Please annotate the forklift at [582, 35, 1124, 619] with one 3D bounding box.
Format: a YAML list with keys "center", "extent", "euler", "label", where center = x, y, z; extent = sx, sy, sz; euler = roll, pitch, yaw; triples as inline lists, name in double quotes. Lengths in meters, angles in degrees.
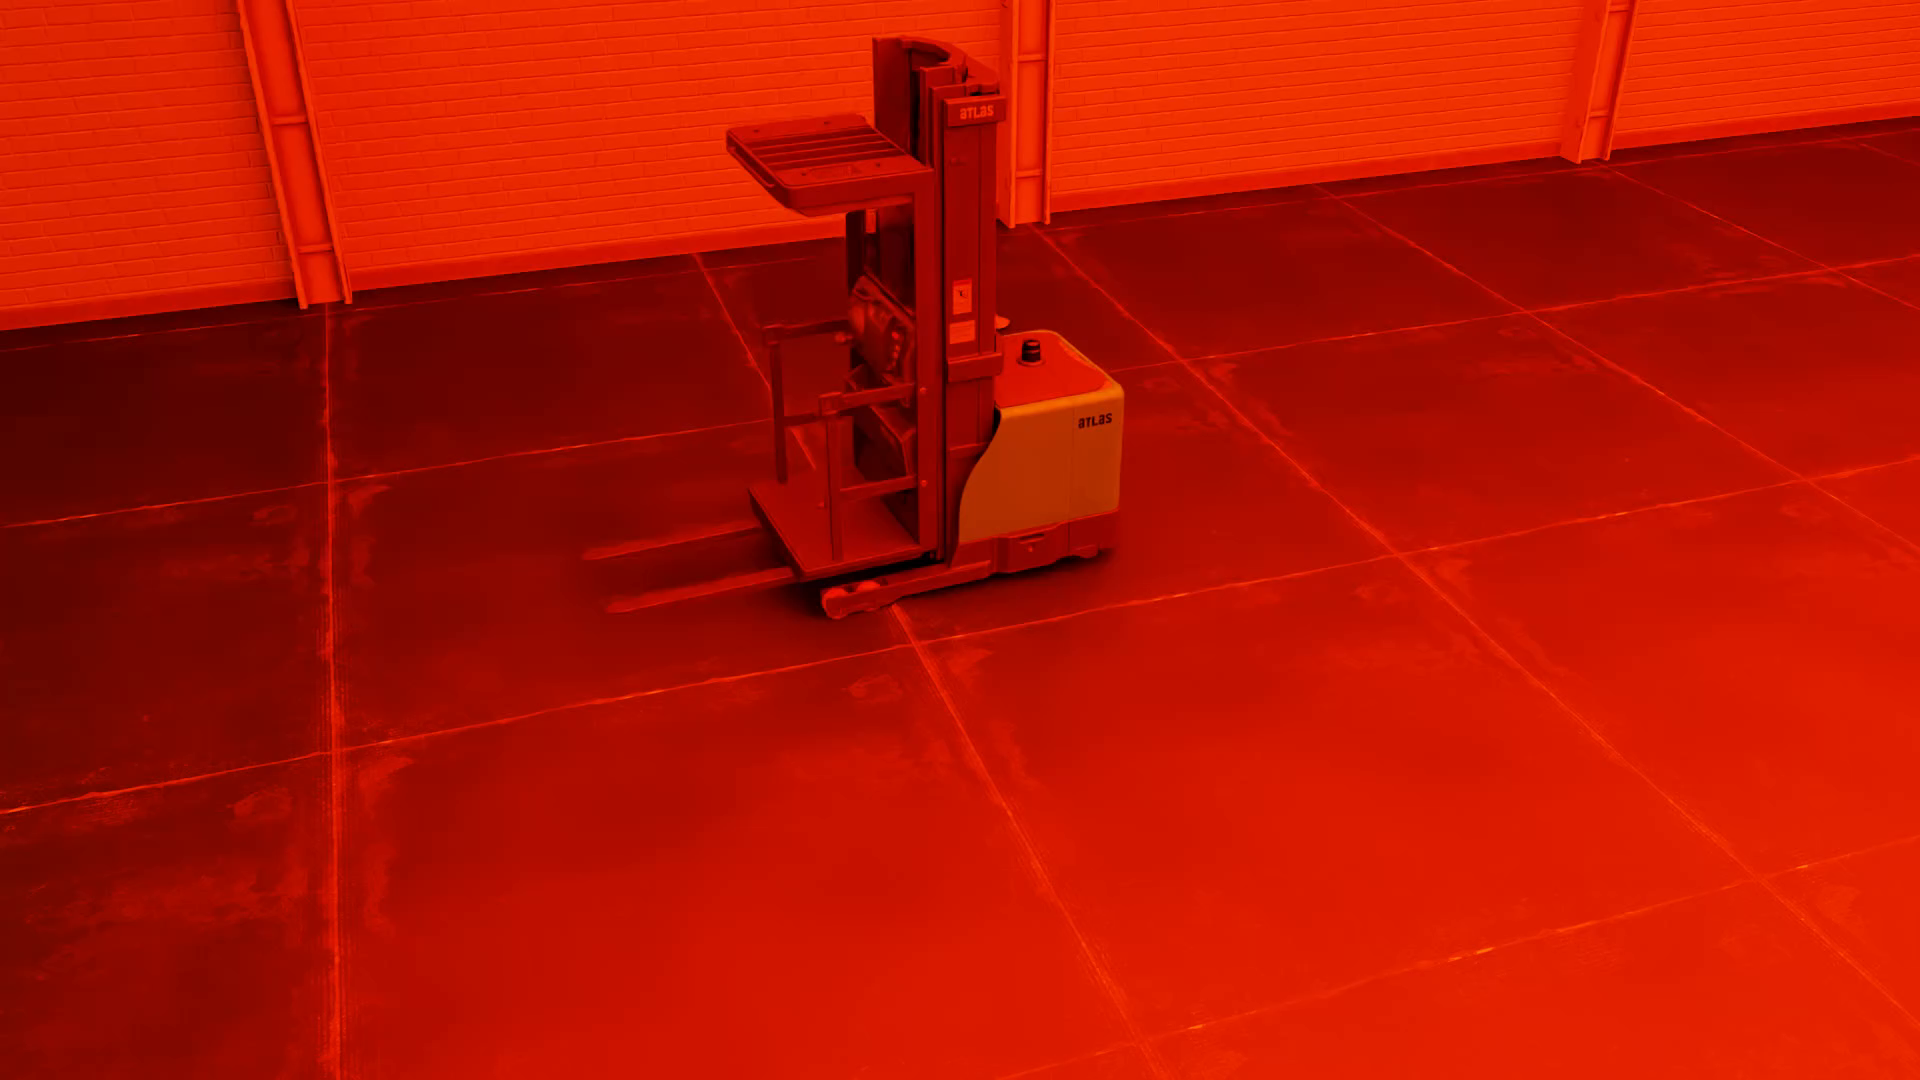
- center: [-0.621, -1.131, 9.052]
  extent: [3.031, 2.935, 1.130]
  euler: [-12, 32, -20]
  label: "forklift"

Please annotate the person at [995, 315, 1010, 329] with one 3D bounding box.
- center: [0.033, -2.519, 12.607]
  extent: [0.584, 1.775, 0.695]
  euler: [-7, 31, -12]
  label: "person"
